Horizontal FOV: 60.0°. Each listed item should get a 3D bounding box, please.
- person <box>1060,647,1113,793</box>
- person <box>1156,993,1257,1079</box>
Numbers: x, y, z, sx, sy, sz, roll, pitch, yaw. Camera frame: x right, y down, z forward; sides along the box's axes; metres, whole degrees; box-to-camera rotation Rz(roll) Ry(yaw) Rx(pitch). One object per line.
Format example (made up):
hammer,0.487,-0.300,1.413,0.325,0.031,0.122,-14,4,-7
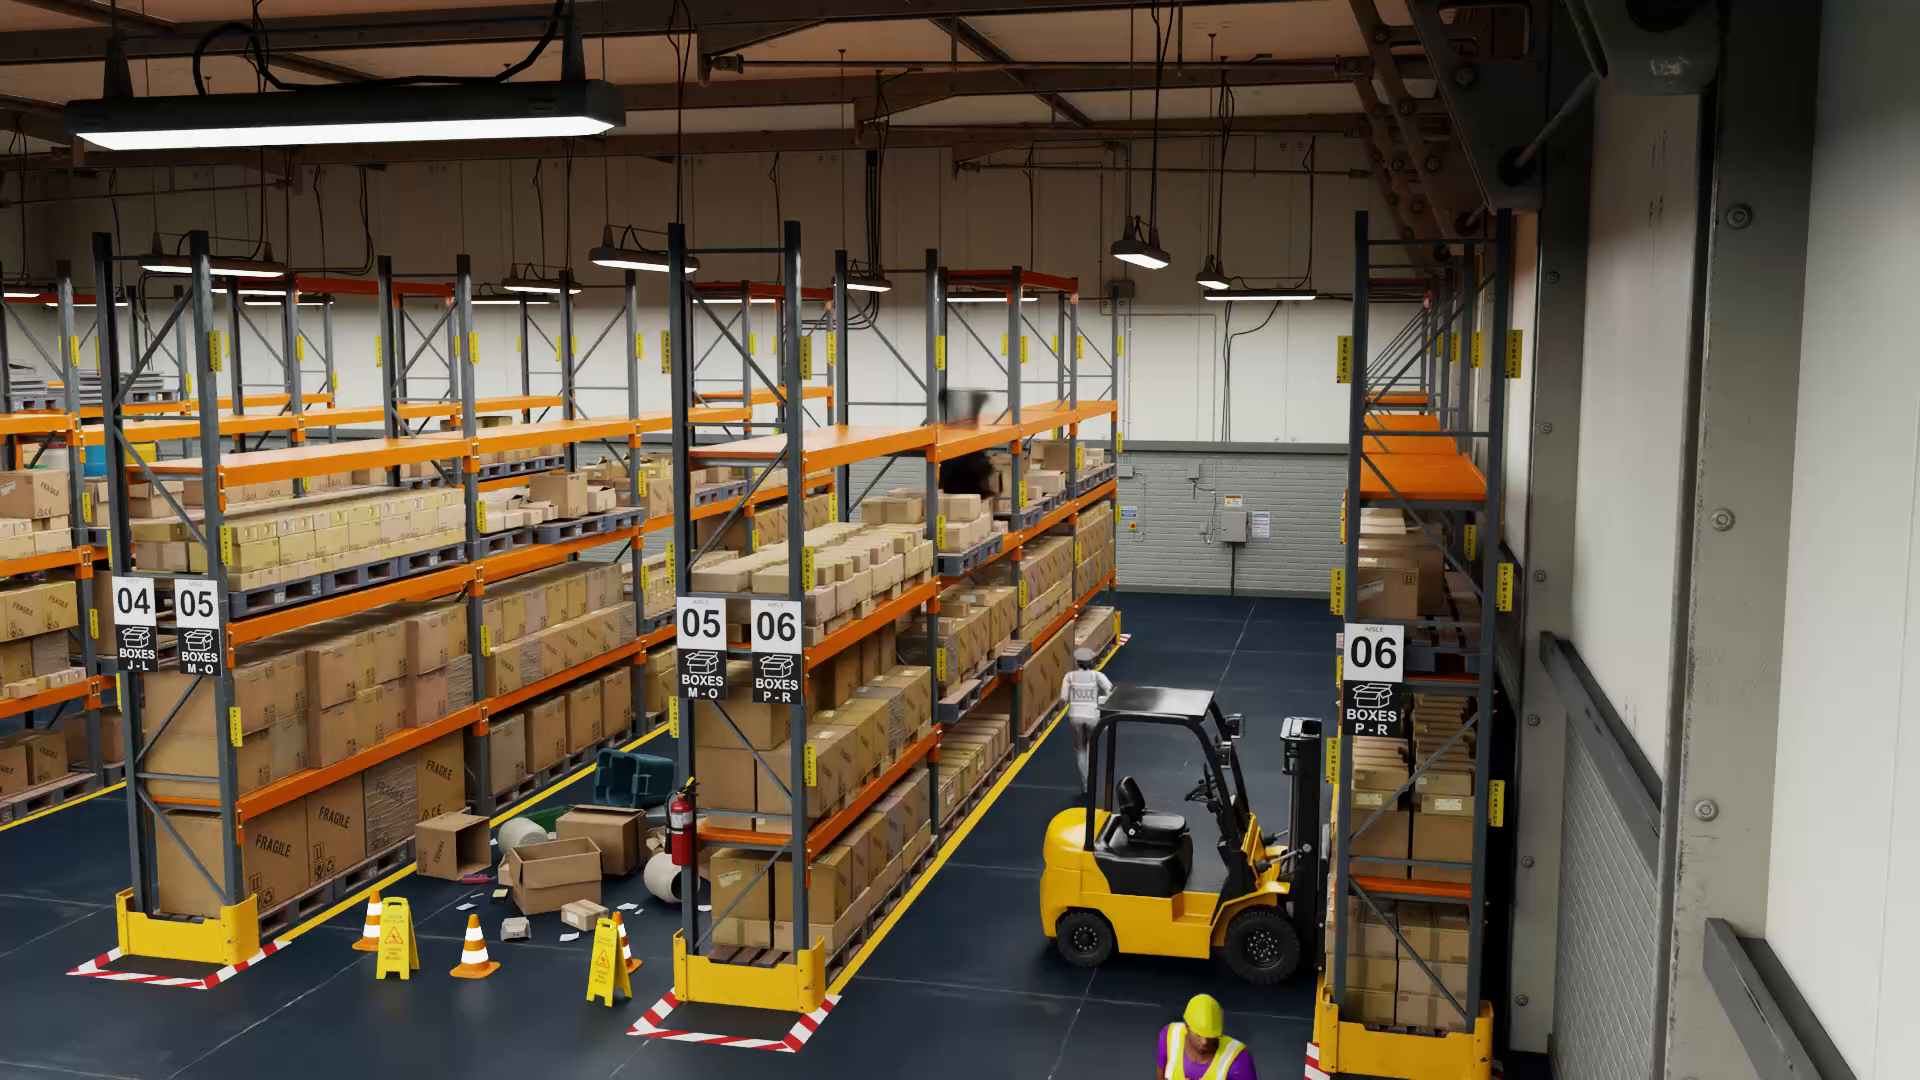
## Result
person,1.446,2.052,19.047,0.612,1.617,0.675,0,7,1
person,1.321,3.219,9.087,0.697,1.664,0.656,4,8,27
